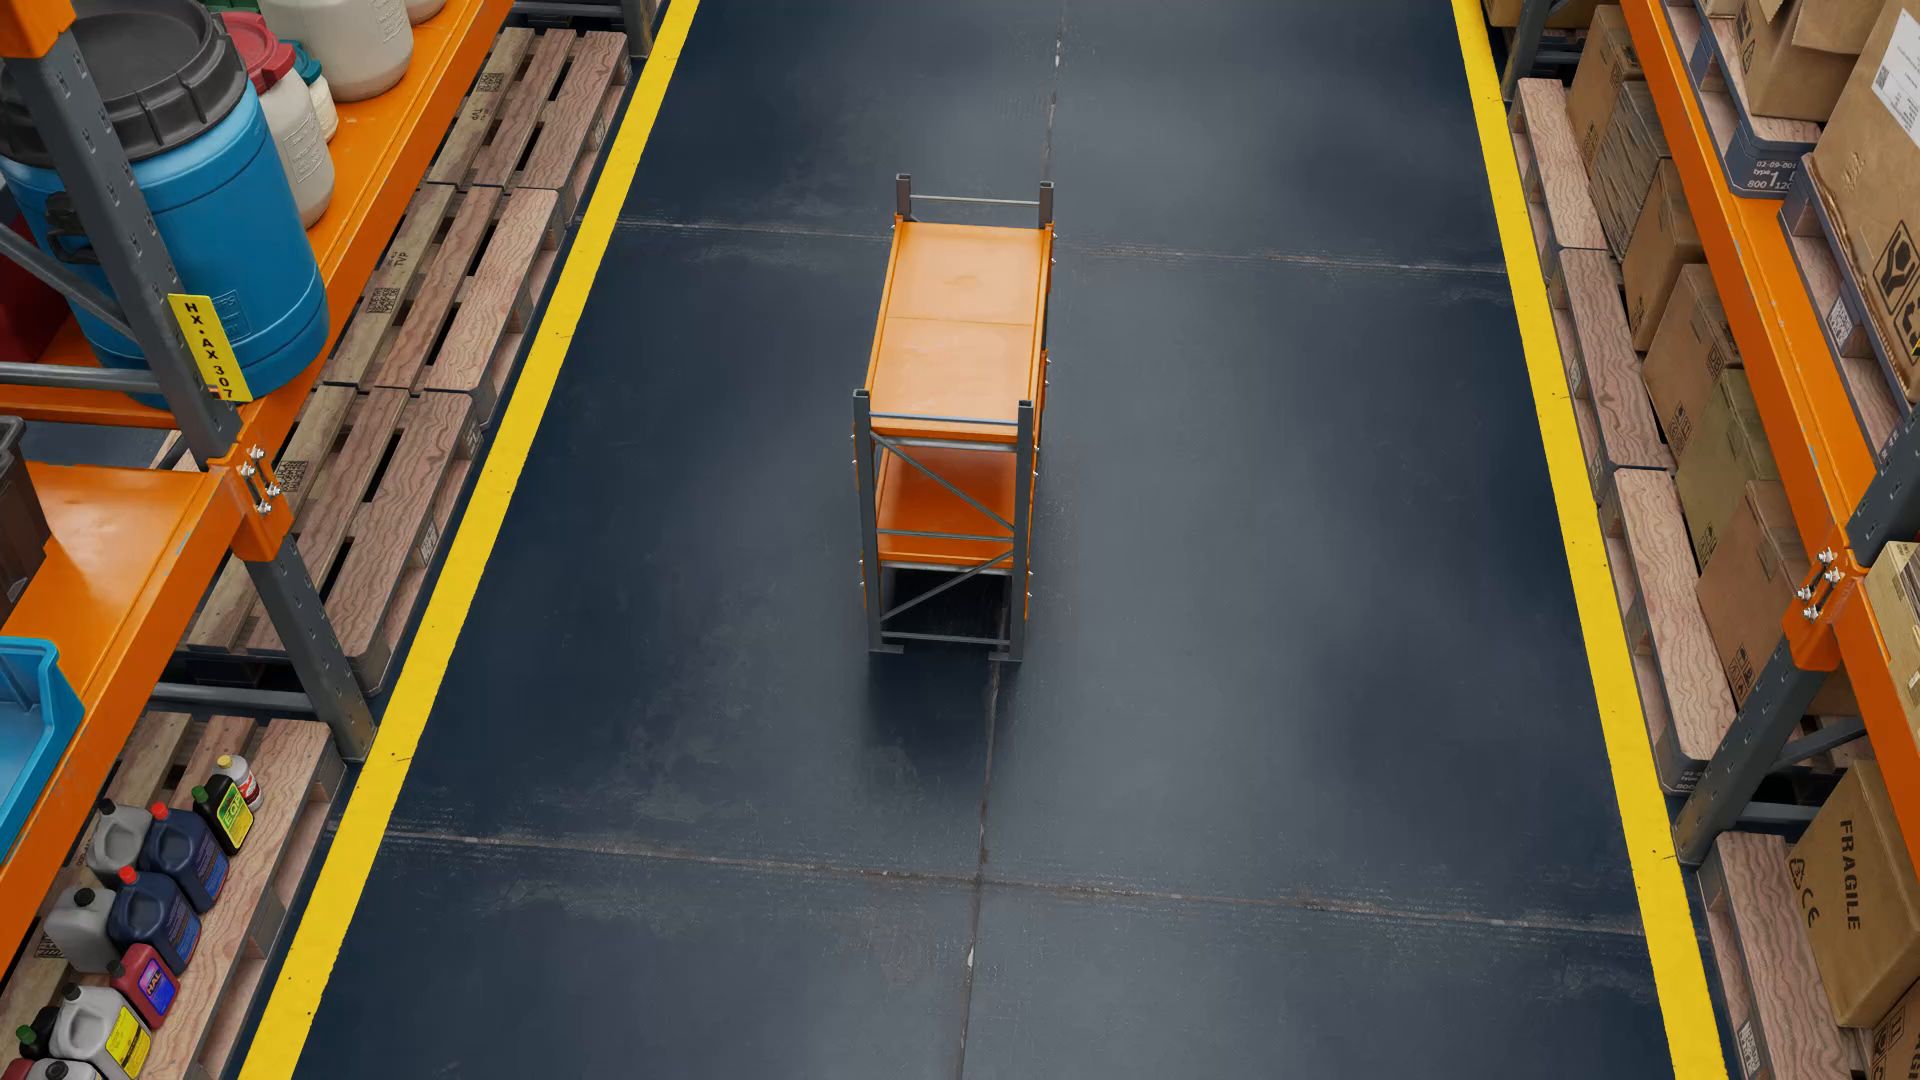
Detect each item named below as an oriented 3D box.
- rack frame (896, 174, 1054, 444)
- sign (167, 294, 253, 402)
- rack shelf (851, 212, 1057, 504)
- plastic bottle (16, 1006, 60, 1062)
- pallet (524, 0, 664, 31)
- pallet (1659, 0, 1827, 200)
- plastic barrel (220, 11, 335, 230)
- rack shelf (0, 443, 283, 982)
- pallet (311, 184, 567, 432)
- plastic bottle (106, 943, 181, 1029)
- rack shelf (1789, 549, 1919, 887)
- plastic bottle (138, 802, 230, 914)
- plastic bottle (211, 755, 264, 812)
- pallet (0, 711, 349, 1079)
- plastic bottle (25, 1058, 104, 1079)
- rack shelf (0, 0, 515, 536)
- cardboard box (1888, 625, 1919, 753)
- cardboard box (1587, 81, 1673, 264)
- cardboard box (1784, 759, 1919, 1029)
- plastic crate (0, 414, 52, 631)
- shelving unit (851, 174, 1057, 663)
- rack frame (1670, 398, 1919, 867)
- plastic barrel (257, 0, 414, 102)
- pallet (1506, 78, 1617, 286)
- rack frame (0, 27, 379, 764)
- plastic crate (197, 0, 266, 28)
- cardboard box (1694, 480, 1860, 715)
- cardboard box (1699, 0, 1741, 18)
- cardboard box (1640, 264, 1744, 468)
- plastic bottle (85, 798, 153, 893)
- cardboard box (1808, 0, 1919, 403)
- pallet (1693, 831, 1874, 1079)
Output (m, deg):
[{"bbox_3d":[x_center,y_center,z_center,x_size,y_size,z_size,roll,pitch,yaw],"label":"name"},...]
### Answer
[{"bbox_3d":[0.047,-0.758,5.681,0.500,1.125,0.032,4,48,4],"label":"rack frame"},{"bbox_3d":[-1.776,-0.452,3.943,0.100,0.325,0.005,4,48,4],"label":"sign"},{"bbox_3d":[0.001,-0.582,5.123,0.538,0.278,1.000,4,48,4],"label":"rack shelf"},{"bbox_3d":[-2.246,1.247,4.119,0.061,0.283,0.133,4,48,4],"label":"plastic bottle"},{"bbox_3d":[-1.928,-2.984,8.336,1.003,0.211,1.213,4,48,4],"label":"pallet"},{"bbox_3d":[2.835,-1.488,5.208,1.003,0.211,1.213,4,48,4],"label":"pallet"},{"bbox_3d":[-2.017,-1.138,4.666,0.433,0.535,0.433,0,48,0],"label":"plastic barrel"},{"bbox_3d":[-2.505,1.309,3.008,1.077,0.370,4.000,4,48,4],"label":"rack shelf"},{"bbox_3d":[-2.181,-0.941,6.468,1.003,0.211,1.213,4,48,4],"label":"pallet"},{"bbox_3d":[-2.085,1.121,4.235,0.061,0.283,0.133,7,48,6],"label":"plastic bottle"},{"bbox_3d":[2.427,1.642,2.703,1.077,0.370,4.000,4,48,4],"label":"rack shelf"},{"bbox_3d":[-2.094,0.834,4.451,0.144,0.351,0.185,3,48,2],"label":"plastic bottle"},{"bbox_3d":[-2.045,0.680,4.694,0.097,0.201,0.097,0,48,0],"label":"plastic bottle"},{"bbox_3d":[-2.425,1.028,4.667,1.003,0.211,1.213,4,48,4],"label":"pallet"},{"bbox_3d":[-2.160,1.357,4.024,0.152,0.276,0.135,5,48,4],"label":"plastic bottle"},{"bbox_3d":[-2.140,-1.631,5.696,1.077,0.370,4.000,4,48,4],"label":"rack shelf"},{"bbox_3d":[2.255,0.335,3.581,0.380,0.149,0.250,4,48,4],"label":"cardboard box"},{"bbox_3d":[2.895,-1.413,6.405,0.700,0.500,0.500,0,48,0],"label":"cardboard box"},{"bbox_3d":[2.533,0.922,4.283,0.500,0.500,0.500,3,48,2],"label":"cardboard box"},{"bbox_3d":[-2.497,-0.007,3.766,0.767,0.338,0.504,4,48,4],"label":"plastic crate"},{"bbox_3d":[0.001,-0.385,5.339,0.538,1.125,1.048,4,48,4],"label":"shelving unit"},{"bbox_3d":[2.610,-0.071,3.782,1.000,3.000,0.127,4,48,4],"label":"rack frame"},{"bbox_3d":[-1.950,-1.677,5.159,0.433,0.535,0.433,0,48,0],"label":"plastic barrel"},{"bbox_3d":[2.902,-1.495,6.974,1.003,0.211,1.213,4,48,4],"label":"pallet"},{"bbox_3d":[-2.323,-0.404,4.087,1.000,3.000,0.127,4,48,4],"label":"rack frame"},{"bbox_3d":[-2.445,-1.631,5.353,0.450,0.188,0.662,4,48,4],"label":"plastic crate"},{"bbox_3d":[2.687,0.175,4.953,0.700,0.500,0.500,1,48,1],"label":"cardboard box"},{"bbox_3d":[2.592,-1.885,5.258,0.500,0.250,0.500,3,48,2],"label":"cardboard box"},{"bbox_3d":[2.800,-0.586,5.649,0.700,0.500,0.500,0,48,0],"label":"cardboard box"},{"bbox_3d":[-2.238,0.825,4.460,0.144,0.351,0.185,4,48,4],"label":"plastic bottle"},{"bbox_3d":[2.822,-0.989,3.931,1.000,1.000,1.000,4,48,4],"label":"cardboard box"},{"bbox_3d":[2.584,1.366,4.357,1.003,0.211,1.213,4,48,4],"label":"pallet"}]
